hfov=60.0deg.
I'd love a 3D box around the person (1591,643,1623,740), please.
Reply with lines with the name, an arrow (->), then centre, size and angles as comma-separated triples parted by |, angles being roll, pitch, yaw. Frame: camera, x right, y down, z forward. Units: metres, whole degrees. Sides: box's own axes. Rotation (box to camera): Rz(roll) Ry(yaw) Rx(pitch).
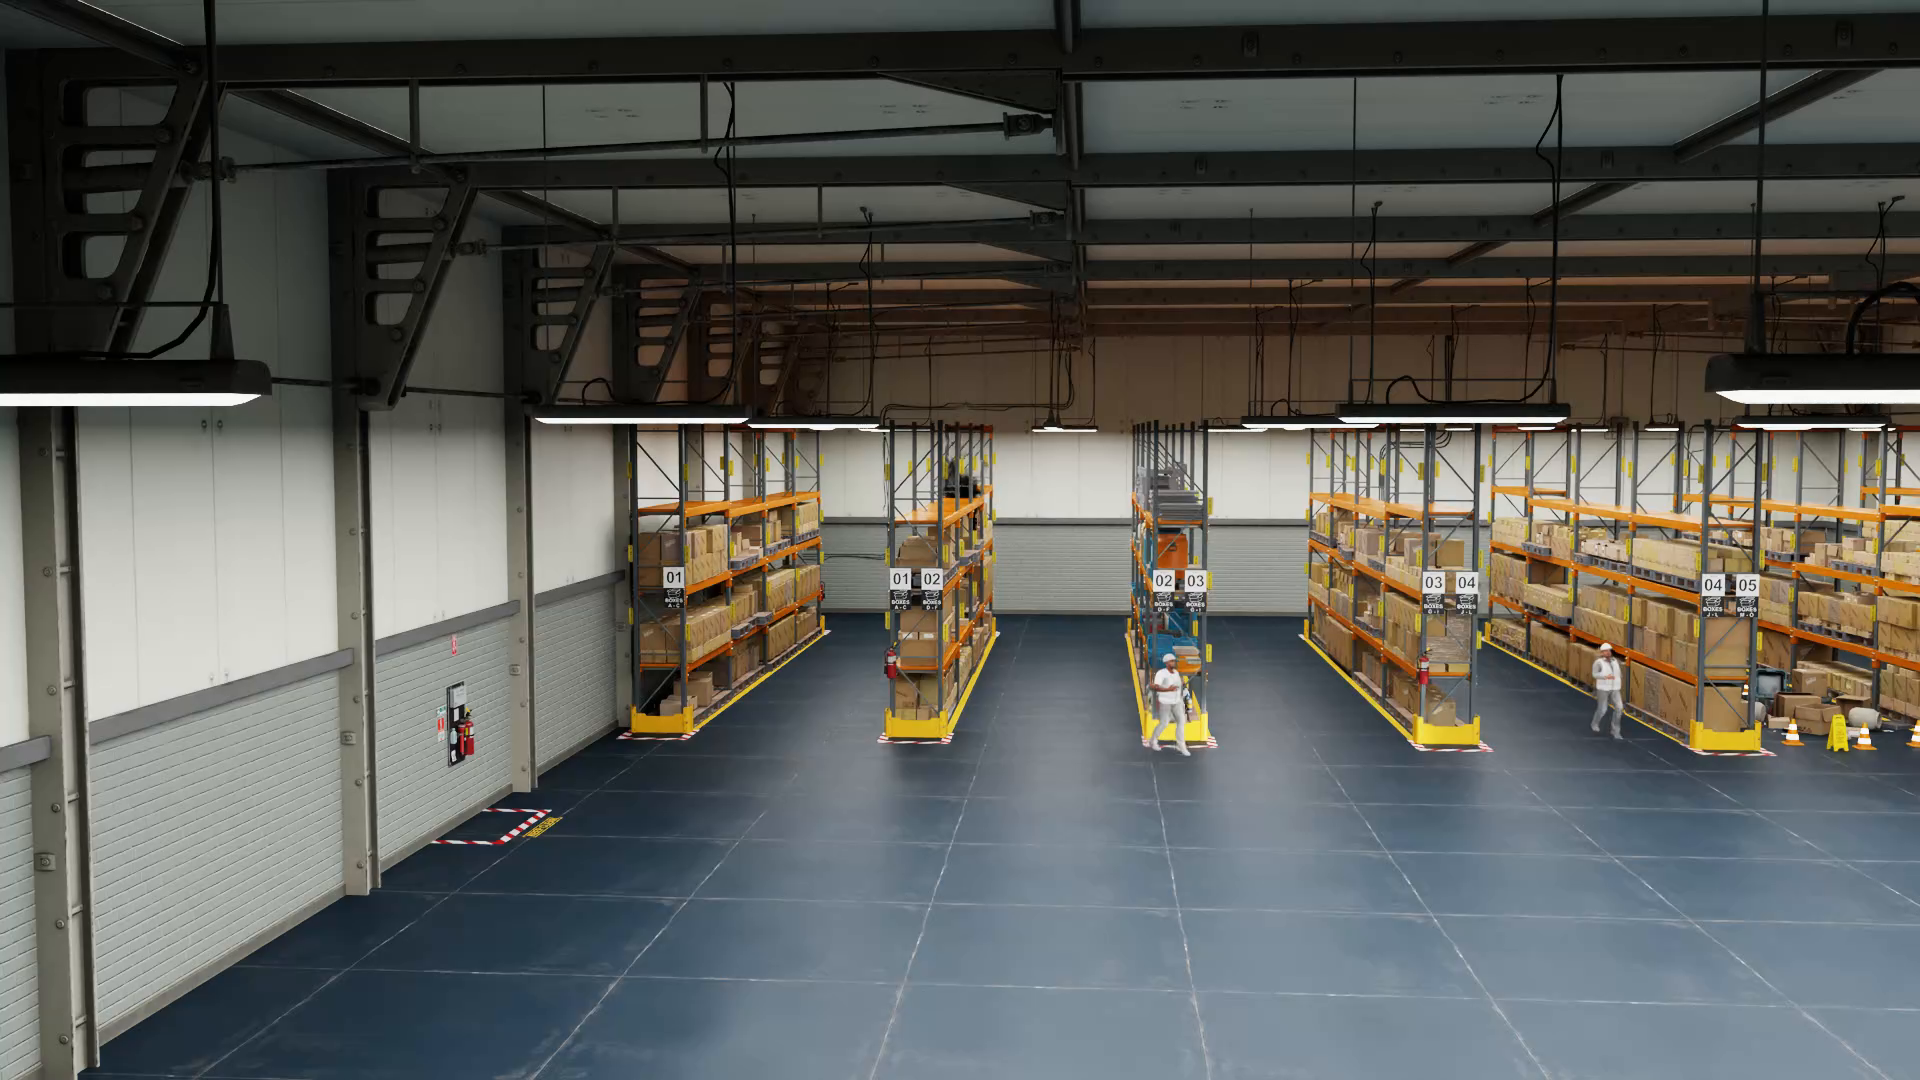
person -> 12.301, 2.859, 31.550 | 0.661, 1.809, 0.822 | 0, 4, -3

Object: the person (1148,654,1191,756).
person -> 3.756, 2.937, 29.779 | 0.700, 1.803, 0.823 | -3, 5, -40

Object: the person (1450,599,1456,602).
person -> 13.385, 1.959, 45.871 | 0.695, 1.689, 0.630 | 1, 4, 22
